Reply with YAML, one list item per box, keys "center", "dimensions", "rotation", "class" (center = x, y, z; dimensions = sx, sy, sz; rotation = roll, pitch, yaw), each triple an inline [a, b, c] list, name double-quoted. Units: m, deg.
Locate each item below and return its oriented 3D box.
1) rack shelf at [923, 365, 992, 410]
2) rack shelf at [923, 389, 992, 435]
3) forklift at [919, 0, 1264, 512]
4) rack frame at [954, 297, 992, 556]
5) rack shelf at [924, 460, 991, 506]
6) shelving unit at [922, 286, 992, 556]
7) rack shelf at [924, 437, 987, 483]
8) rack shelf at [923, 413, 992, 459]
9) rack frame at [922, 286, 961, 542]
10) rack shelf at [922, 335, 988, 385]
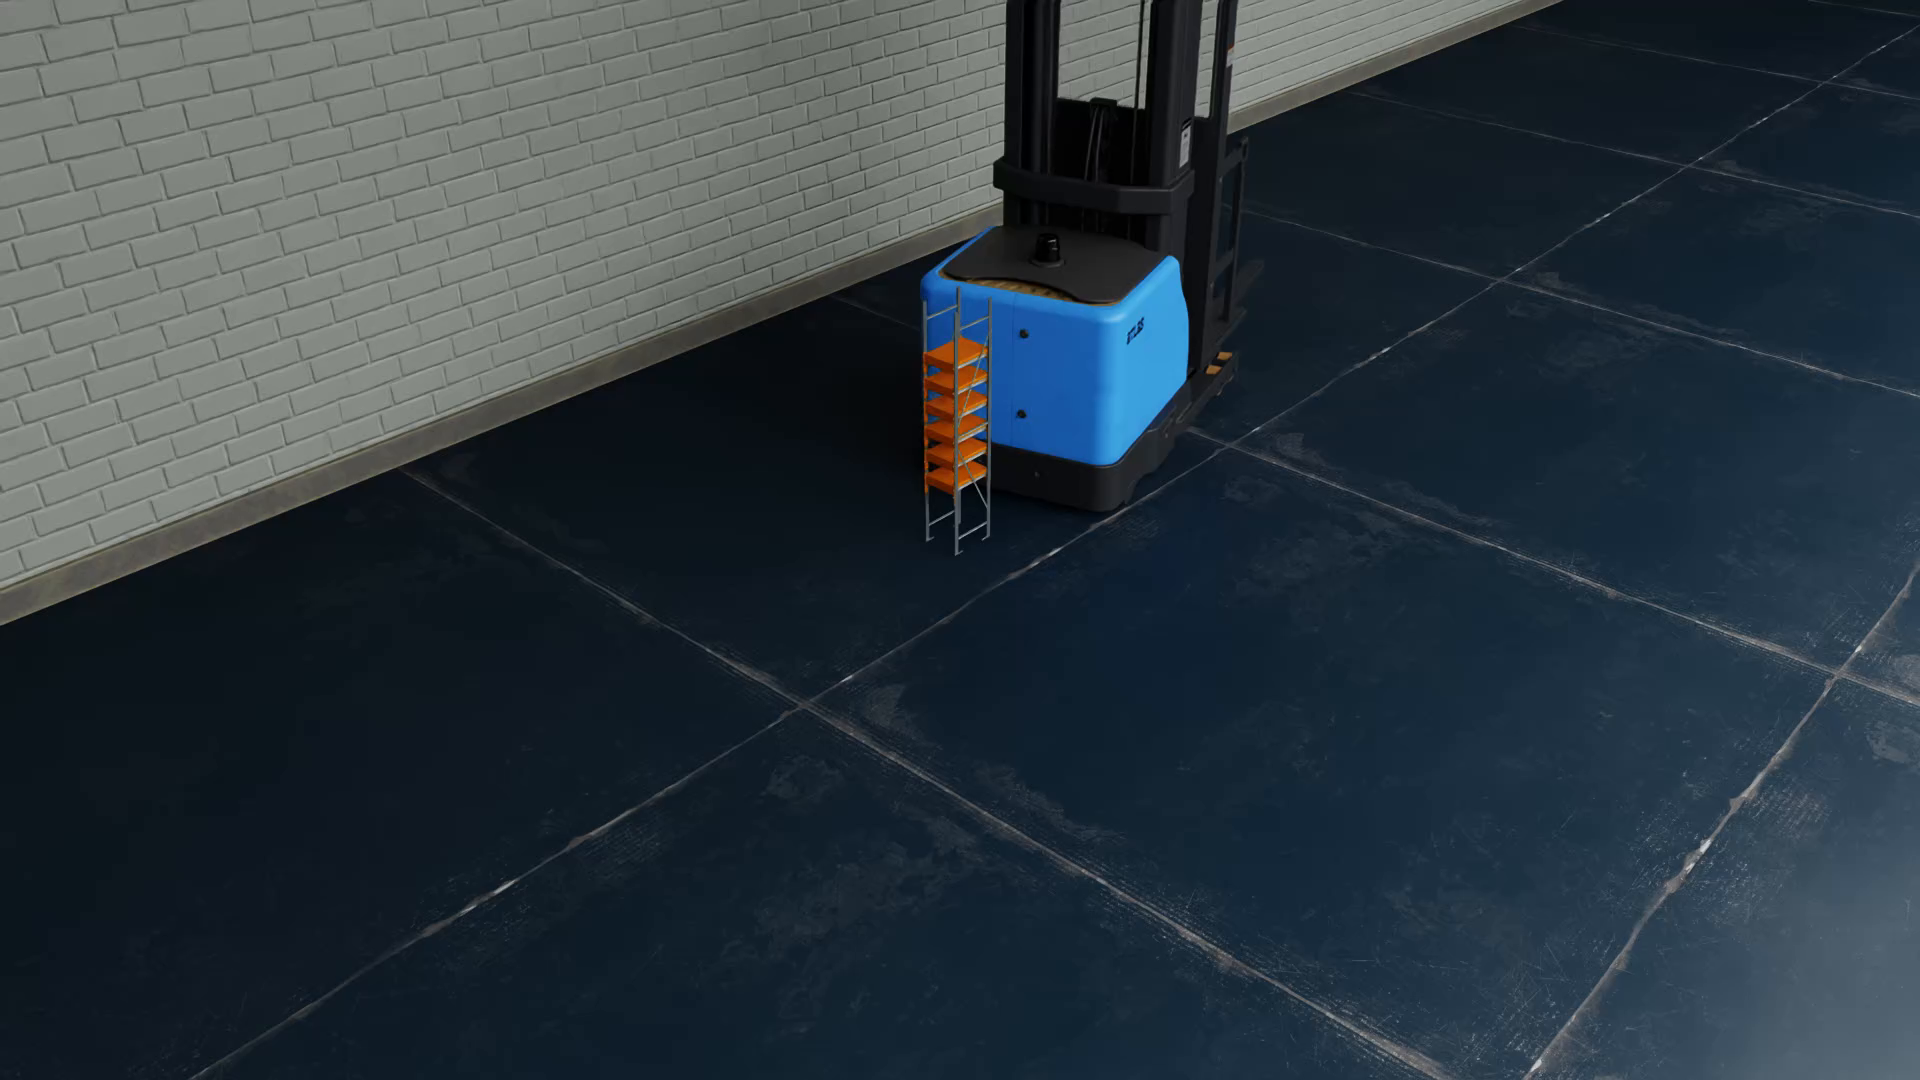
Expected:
- center: [-0.011, -0.687, 7.348]
  dimensions: [0.180, 0.103, 0.258]
  rotation: [25, 39, 35]
  class: "rack shelf"
- center: [-0.011, -0.584, 7.410]
  dimensions: [0.180, 0.103, 0.258]
  rotation: [25, 39, 35]
  class: "rack shelf"
- center: [0.892, -2.129, 8.445]
  dimensions: [1.130, 2.935, 3.031]
  rotation: [14, 34, 22]
  class: "forklift"
- center: [0.057, -0.487, 7.396]
  dimensions: [0.006, 1.200, 0.240]
  rotation: [25, 39, 35]
  class: "rack frame"
- center: [-0.011, -0.275, 7.596]
  dimensions: [0.180, 0.103, 0.258]
  rotation: [25, 39, 35]
  class: "rack shelf"
- center: [-0.011, -0.519, 7.449]
  dimensions: [0.189, 1.200, 0.258]
  rotation: [25, 39, 35]
  class: "shelving unit"
- center: [-0.011, -0.378, 7.534]
  dimensions: [0.180, 0.103, 0.258]
  rotation: [25, 39, 35]
  class: "rack shelf"
- center: [-0.011, -0.481, 7.472]
  dimensions: [0.180, 0.103, 0.258]
  rotation: [25, 39, 35]
  class: "rack shelf"
- center: [-0.079, -0.551, 7.501]
  dimensions: [0.006, 1.200, 0.240]
  rotation: [25, 39, 35]
  class: "rack frame"
- center: [-0.011, -0.789, 7.286]
  dimensions: [0.180, 0.103, 0.258]
  rotation: [25, 39, 35]
  class: "rack shelf"
